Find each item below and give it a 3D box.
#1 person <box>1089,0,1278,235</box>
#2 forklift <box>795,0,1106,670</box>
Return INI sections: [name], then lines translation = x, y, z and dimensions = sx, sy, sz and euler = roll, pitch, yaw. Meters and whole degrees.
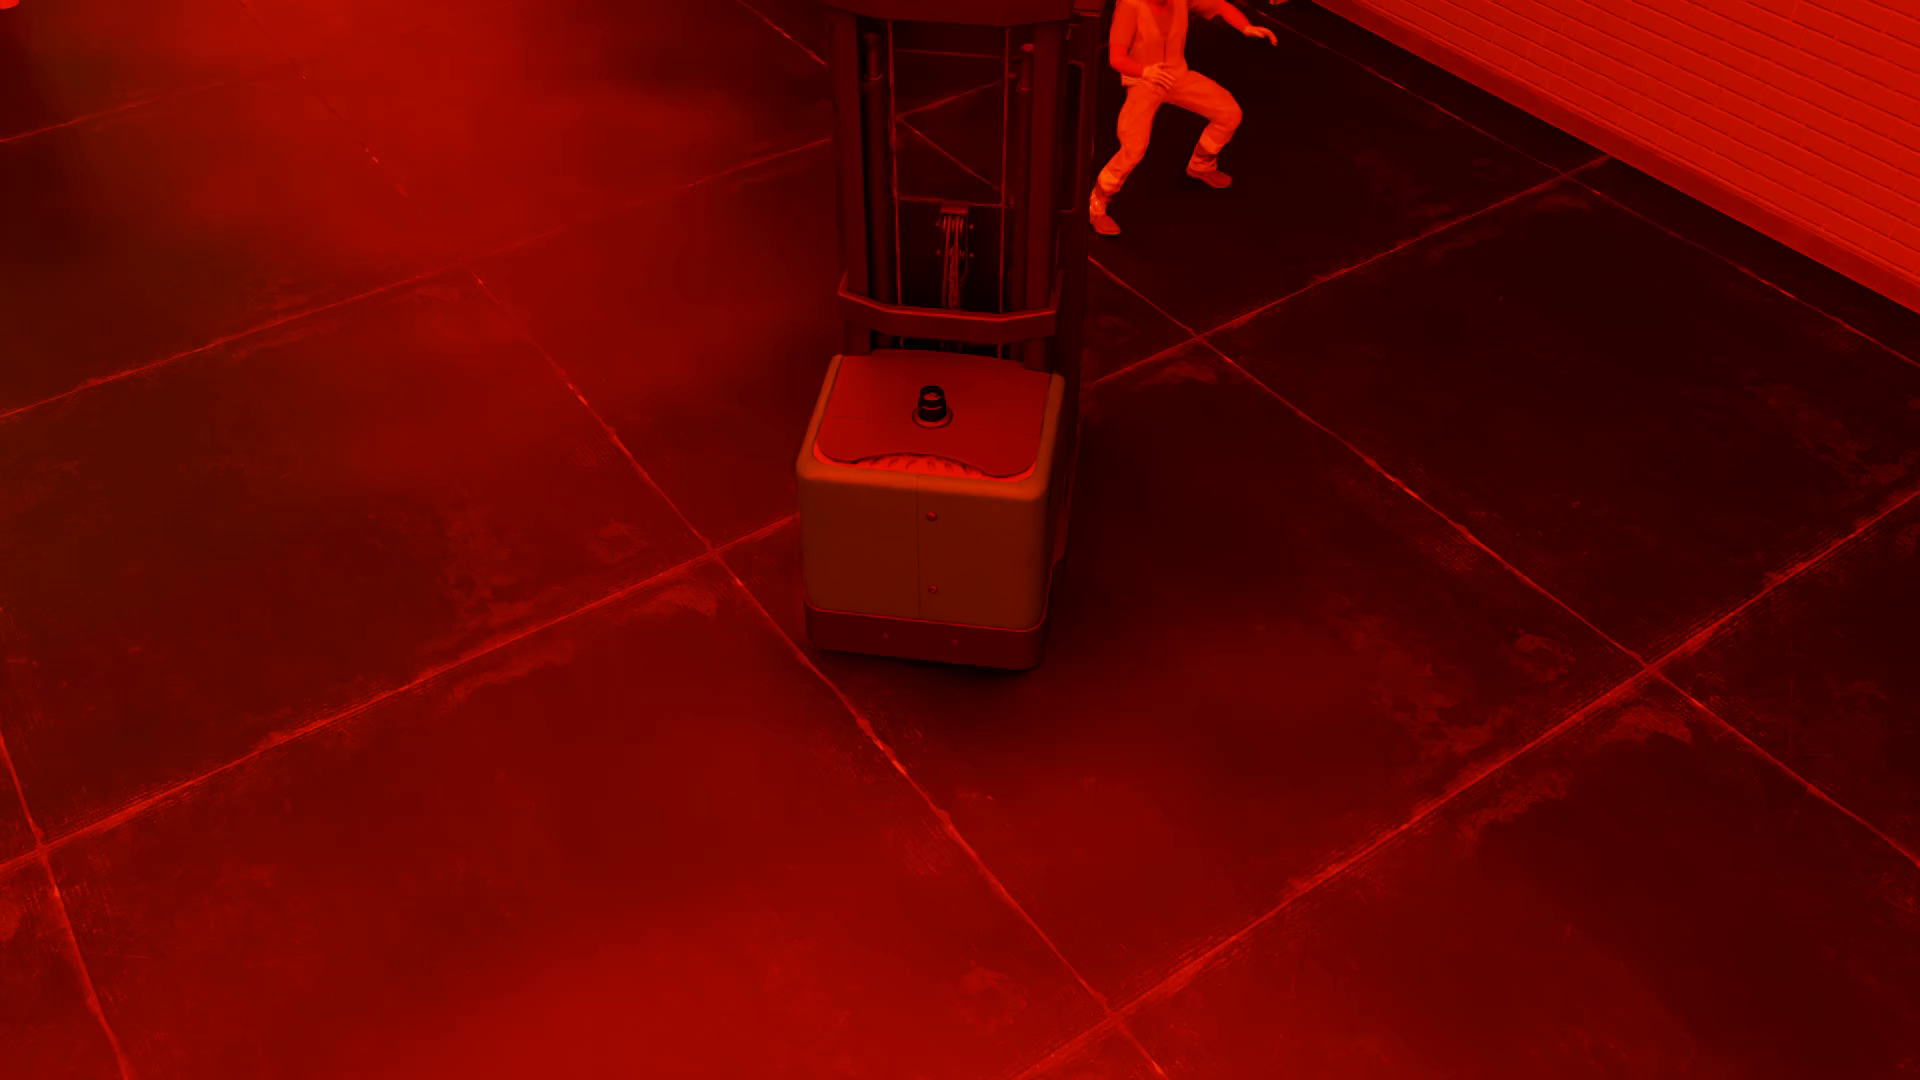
[person]
translation = 1.222, -2.603, 9.563
dimensions = 1.046, 1.551, 0.762
euler = -15, 45, -15
[forklift]
translation = 0.047, -1.520, 7.365
dimensions = 1.130, 2.935, 3.031
euler = 6, 43, 6
